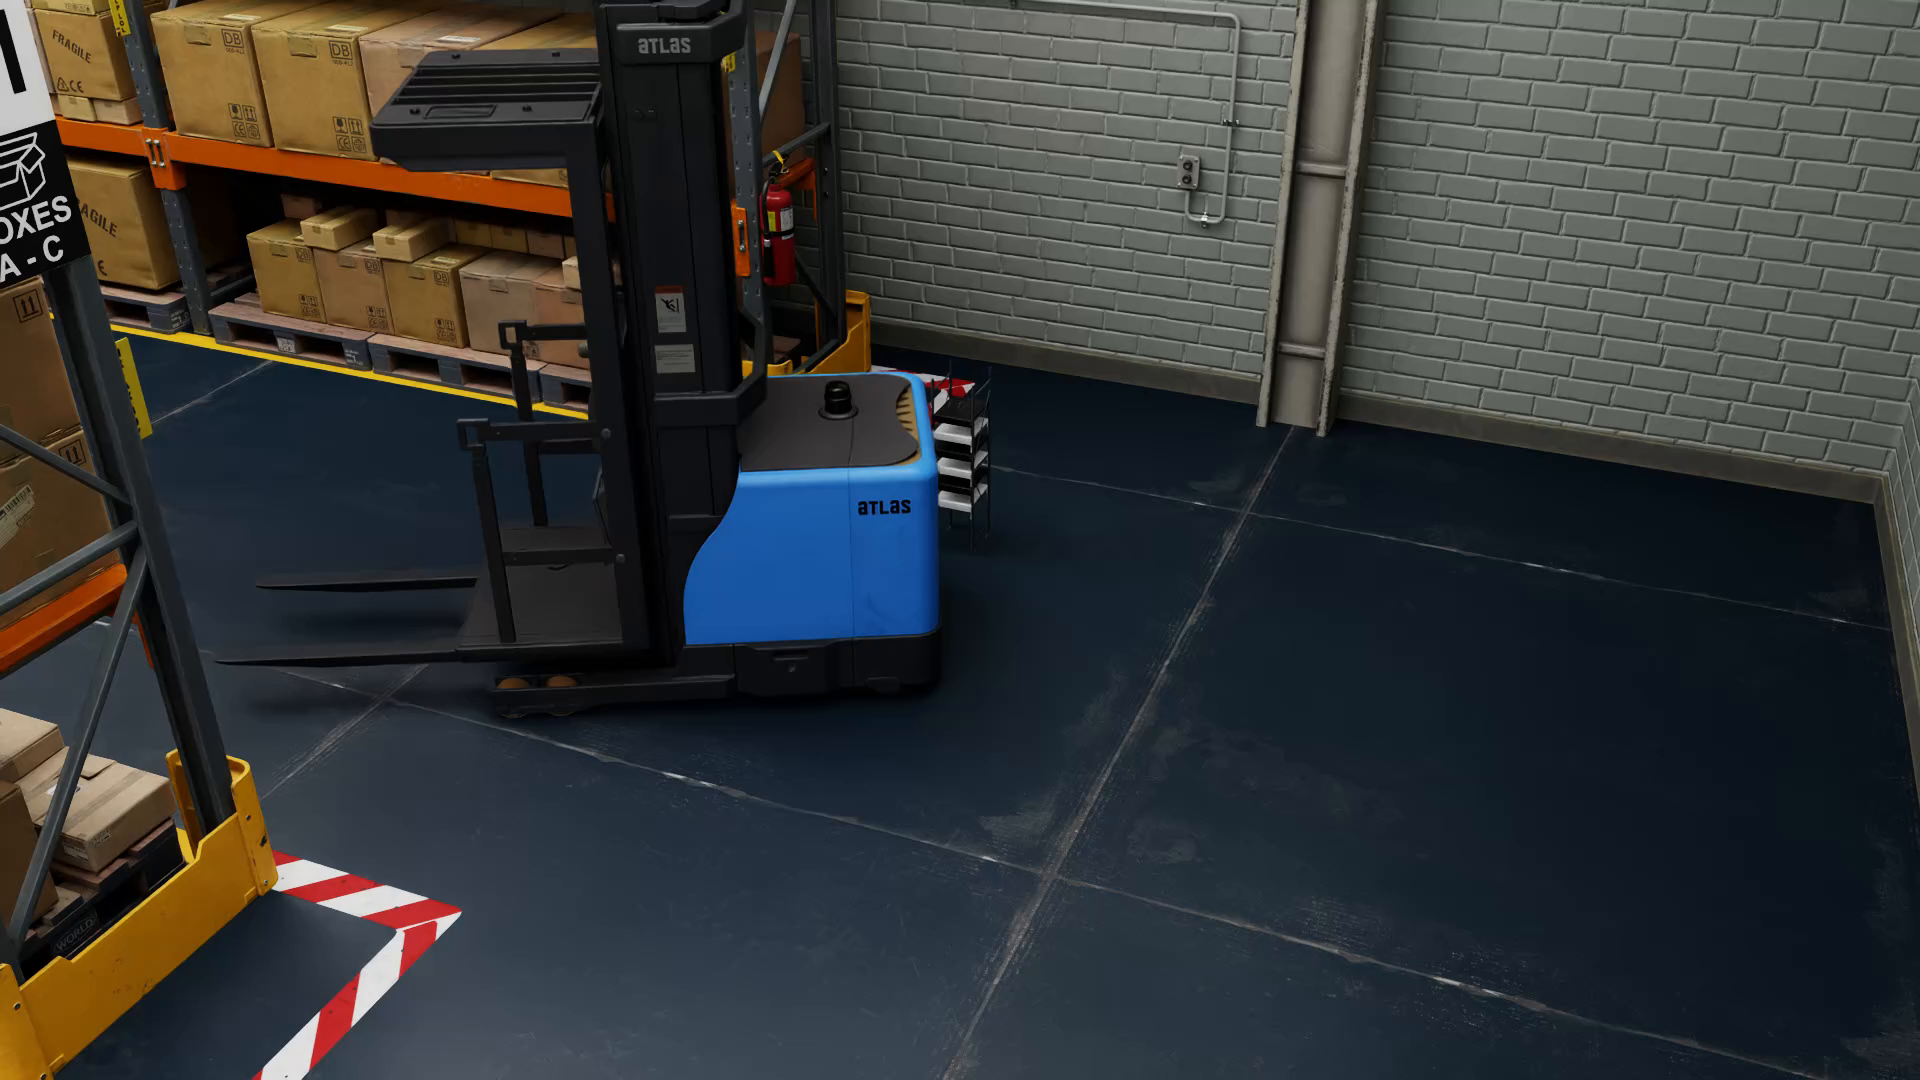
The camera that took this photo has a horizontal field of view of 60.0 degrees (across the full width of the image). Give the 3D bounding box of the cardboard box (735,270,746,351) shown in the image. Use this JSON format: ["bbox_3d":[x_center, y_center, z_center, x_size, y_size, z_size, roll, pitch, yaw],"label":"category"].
[{"bbox_3d":[-1.600,-1.270,9.562,0.500,0.500,0.700,11,31,19],"label":"cardboard box"}]

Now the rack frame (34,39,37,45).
[{"bbox_3d":[-2.773,-2.444,3.429,0.127,3.000,1.000,11,31,19],"label":"rack frame"}]

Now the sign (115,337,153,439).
[{"bbox_3d":[-2.569,-0.457,5.130,0.005,0.325,0.100,11,31,19],"label":"sign"}]

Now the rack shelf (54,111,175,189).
[{"bbox_3d":[-6.473,-2.889,11.043,4.000,0.370,1.077,11,31,19],"label":"rack shelf"}]

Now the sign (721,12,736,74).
[{"bbox_3d":[-1.131,-2.454,8.126,0.005,0.325,0.100,11,31,19],"label":"sign"}]

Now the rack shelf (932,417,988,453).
[{"bbox_3d":[0.008,-0.518,7.954,0.200,0.077,0.258,11,31,19],"label":"rack shelf"}]

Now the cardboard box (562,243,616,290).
[{"bbox_3d":[-2.025,-1.540,9.381,0.250,0.149,0.380,12,32,20],"label":"cardboard box"}]

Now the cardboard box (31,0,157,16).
[{"bbox_3d":[-5.149,-3.310,9.871,0.500,0.250,0.500,12,32,20],"label":"cardboard box"}]

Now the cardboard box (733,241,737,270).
[{"bbox_3d":[-1.409,-1.621,9.523,0.250,0.149,0.380,12,31,19],"label":"cardboard box"}]

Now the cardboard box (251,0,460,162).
[{"bbox_3d":[-3.449,-2.717,9.704,0.700,0.700,0.980,10,31,18],"label":"cardboard box"}]

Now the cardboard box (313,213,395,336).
[{"bbox_3d":[-3.502,-1.647,10.229,0.500,0.500,0.700,11,31,19],"label":"cardboard box"}]

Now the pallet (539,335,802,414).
[{"bbox_3d":[-1.684,-0.990,9.787,1.213,0.211,1.003,11,31,19],"label":"pallet"}]

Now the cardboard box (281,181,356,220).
[{"bbox_3d":[-4.025,-2.141,10.444,0.250,0.149,0.380,11,31,19],"label":"cardboard box"}]

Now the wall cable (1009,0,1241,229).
[{"bbox_3d":[0.628,-2.728,8.996,1.851,1.984,0.084,11,31,19],"label":"wall cable"}]

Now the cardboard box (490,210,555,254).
[{"bbox_3d":[-2.584,-1.854,9.937,0.250,0.149,0.380,12,31,20],"label":"cardboard box"}]

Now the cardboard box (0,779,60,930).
[{"bbox_3d":[-3.369,1.076,5.391,0.500,0.500,0.500,11,31,19],"label":"cardboard box"}]

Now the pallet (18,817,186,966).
[{"bbox_3d":[-3.582,1.221,5.876,1.213,0.211,1.003,11,31,19],"label":"pallet"}]

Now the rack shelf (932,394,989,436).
[{"bbox_3d":[0.008,-0.596,7.909,0.200,0.077,0.258,11,31,19],"label":"rack shelf"}]

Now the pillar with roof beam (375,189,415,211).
[{"bbox_3d":[-5.265,-3.745,5.731,0.400,9.000,9.100,11,31,19],"label":"pillar with roof beam"}]

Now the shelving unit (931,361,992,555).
[{"bbox_3d":[0.008,-0.390,8.026,0.210,0.900,0.258,11,31,19],"label":"shelving unit"}]

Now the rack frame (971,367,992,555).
[{"bbox_3d":[0.102,-0.371,7.993,0.006,0.900,0.240,11,31,19],"label":"rack frame"}]

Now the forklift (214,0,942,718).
[{"bbox_3d":[-1.621,-0.804,6.693,3.031,2.935,1.130,-2,30,-4],"label":"forklift"}]

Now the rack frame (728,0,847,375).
[{"bbox_3d":[-0.914,-2.092,8.902,0.127,3.000,1.000,11,31,19],"label":"rack frame"}]

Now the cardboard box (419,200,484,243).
[{"bbox_3d":[-3.058,-1.949,10.104,0.250,0.149,0.380,12,31,20],"label":"cardboard box"}]

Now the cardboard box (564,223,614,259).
[{"bbox_3d":[-2.110,-1.761,9.771,0.250,0.149,0.380,12,31,20],"label":"cardboard box"}]

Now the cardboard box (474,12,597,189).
[{"bbox_3d":[-2.068,-2.442,9.216,0.700,0.700,0.980,11,31,19],"label":"cardboard box"}]

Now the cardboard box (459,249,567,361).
[{"bbox_3d":[-2.530,-1.456,9.890,0.500,0.500,0.700,10,31,17],"label":"cardboard box"}]

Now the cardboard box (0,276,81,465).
[{"bbox_3d":[-3.085,-0.513,4.992,0.500,0.500,0.500,12,32,21],"label":"cardboard box"}]

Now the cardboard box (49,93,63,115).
[{"bbox_3d":[-5.506,-2.769,10.335,0.250,0.149,0.380,12,32,21],"label":"cardboard box"}]

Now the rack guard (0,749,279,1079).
[{"bbox_3d":[-2.843,1.242,5.545,0.348,0.500,1.175,11,31,19],"label":"rack guard"}]

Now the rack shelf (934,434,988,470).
[{"bbox_3d":[0.008,-0.440,7.998,0.200,0.077,0.258,11,31,19],"label":"rack shelf"}]

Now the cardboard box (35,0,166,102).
[{"bbox_3d":[-5.143,-2.984,10.057,0.500,0.500,0.500,11,31,18],"label":"cardboard box"}]

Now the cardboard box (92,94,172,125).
[{"bbox_3d":[-5.040,-2.665,10.151,0.250,0.149,0.380,12,31,20],"label":"cardboard box"}]

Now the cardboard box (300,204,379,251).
[{"bbox_3d":[-3.717,-1.877,9.977,0.250,0.149,0.380,12,32,21],"label":"cardboard box"}]

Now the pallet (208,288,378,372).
[{"bbox_3d":[-3.945,-1.441,10.586,1.213,0.211,1.003,11,31,19],"label":"pallet"}]

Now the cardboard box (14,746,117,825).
[{"bbox_3d":[-3.263,0.929,5.990,0.250,0.166,0.380,11,31,19],"label":"cardboard box"}]

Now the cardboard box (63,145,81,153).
[{"bbox_3d":[-6.096,-2.303,11.034,0.750,0.750,0.750,12,32,21],"label":"cardboard box"}]
